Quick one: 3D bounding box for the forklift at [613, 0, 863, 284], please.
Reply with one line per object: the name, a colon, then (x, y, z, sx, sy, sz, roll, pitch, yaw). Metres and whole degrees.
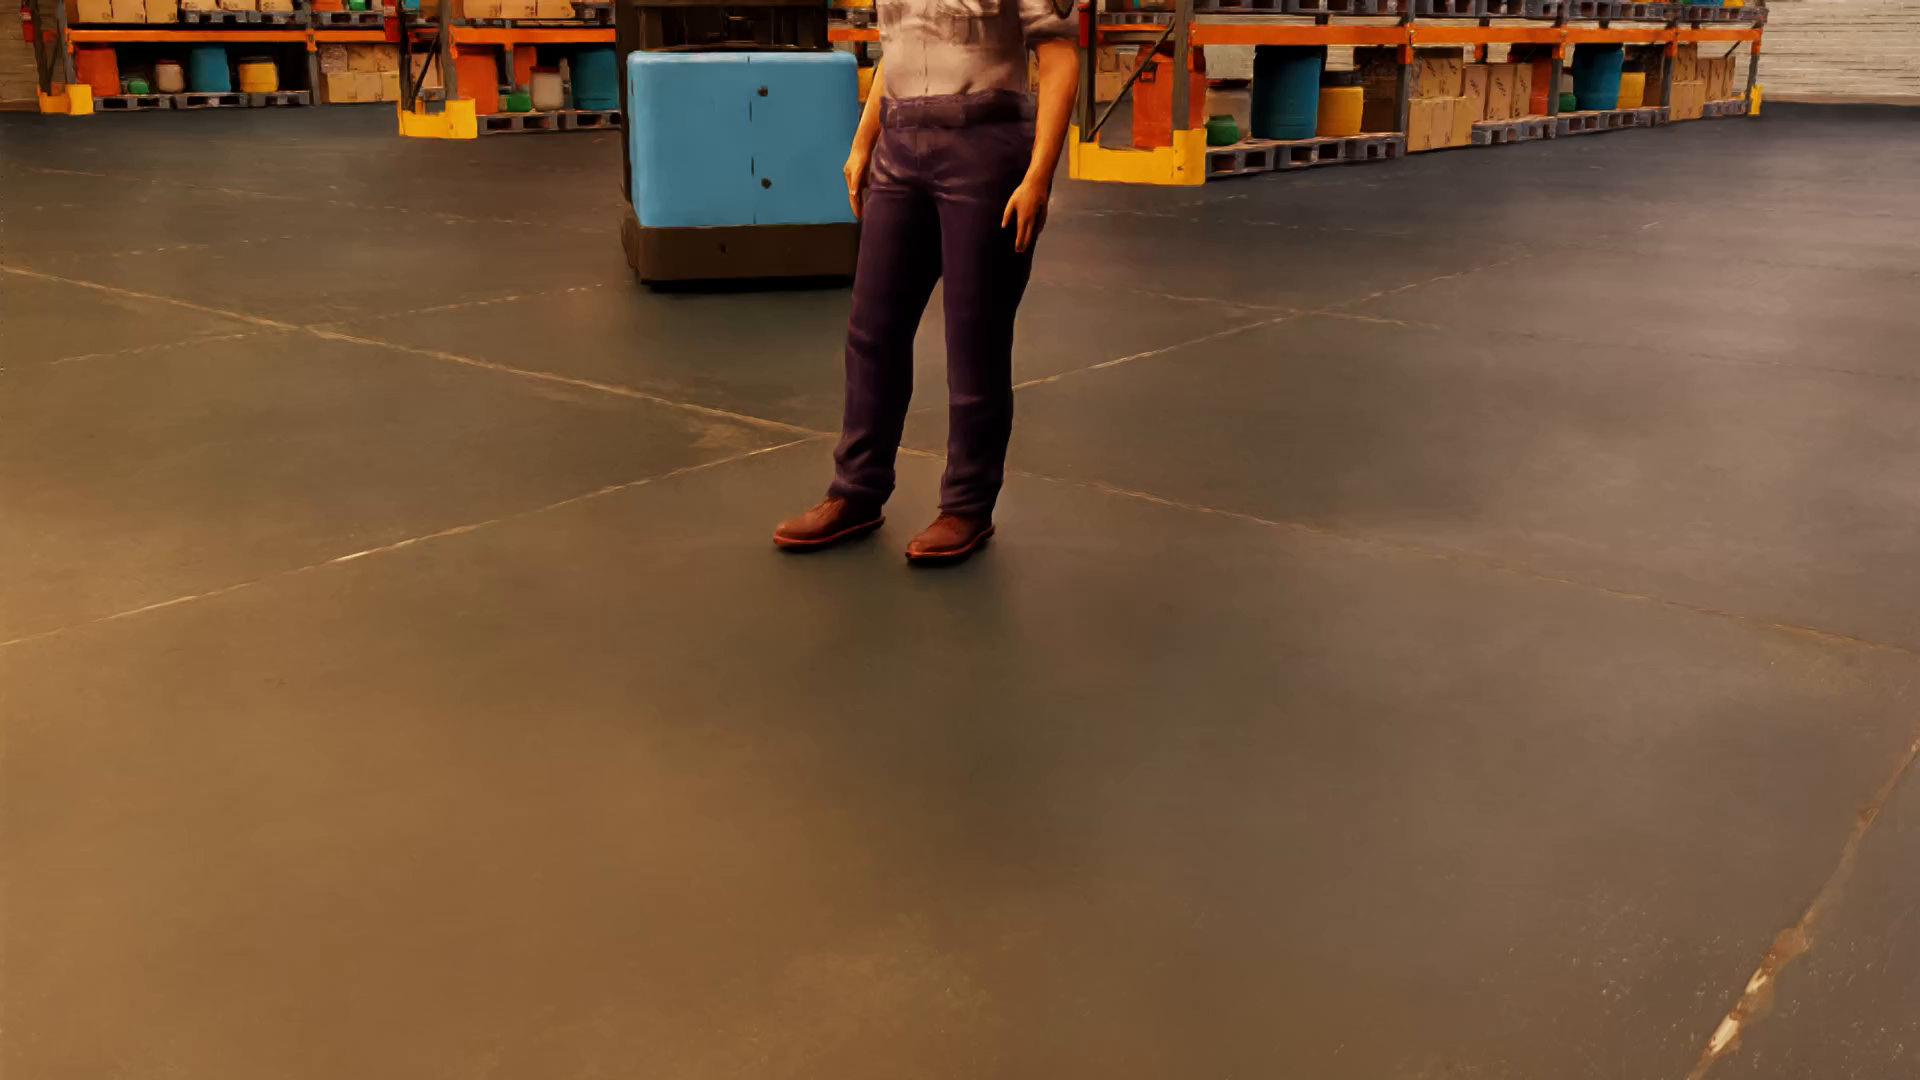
forklift: (-1.279, -2.981, 8.716, 1.130, 2.935, 3.031, -4, 17, -12)

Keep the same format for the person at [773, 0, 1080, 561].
person: (-0.075, -0.779, 3.648, 0.599, 1.650, 0.502, 13, 21, 37)
